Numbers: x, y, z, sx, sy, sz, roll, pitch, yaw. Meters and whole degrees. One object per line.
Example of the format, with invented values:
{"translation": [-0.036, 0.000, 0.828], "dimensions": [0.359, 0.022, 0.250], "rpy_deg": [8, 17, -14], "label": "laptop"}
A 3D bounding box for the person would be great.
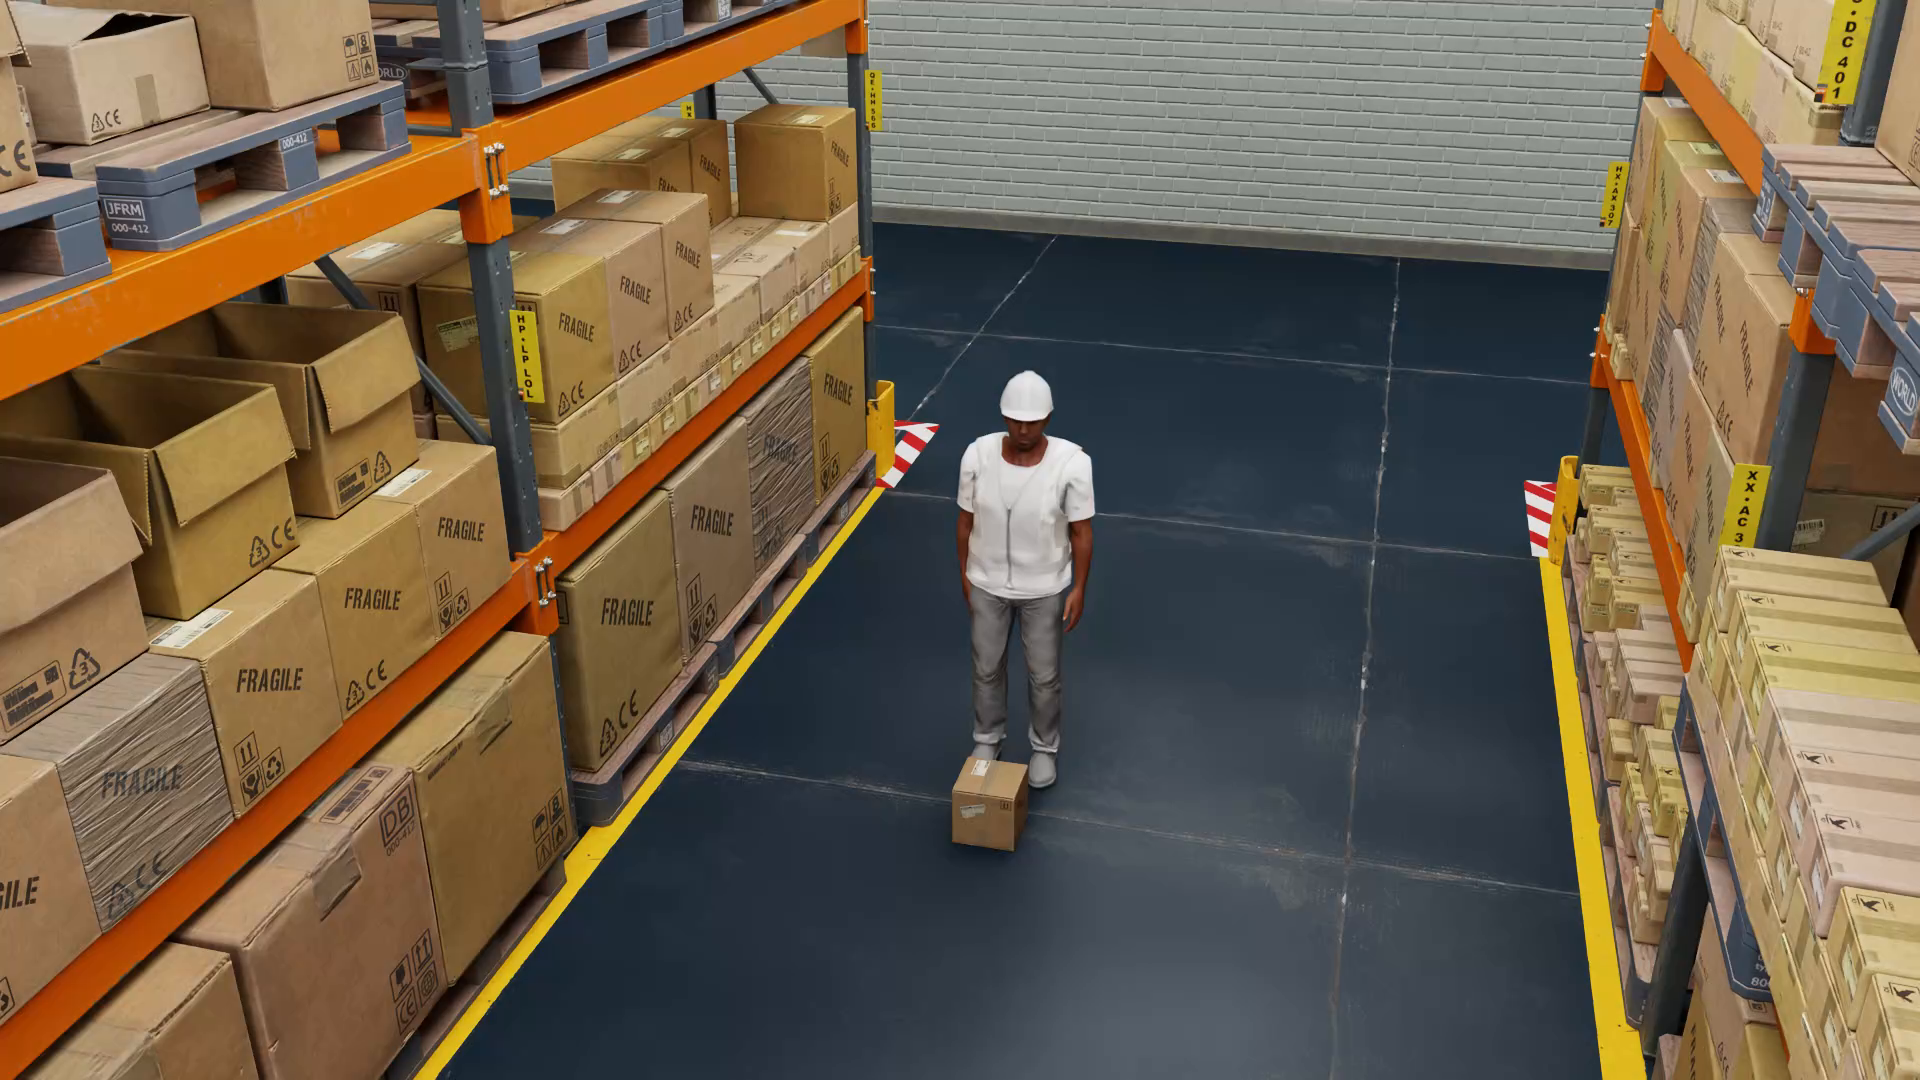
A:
{"translation": [0.250, 0.169, 6.728], "dimensions": [0.564, 1.764, 0.362], "rpy_deg": [7, 26, 14], "label": "person"}
